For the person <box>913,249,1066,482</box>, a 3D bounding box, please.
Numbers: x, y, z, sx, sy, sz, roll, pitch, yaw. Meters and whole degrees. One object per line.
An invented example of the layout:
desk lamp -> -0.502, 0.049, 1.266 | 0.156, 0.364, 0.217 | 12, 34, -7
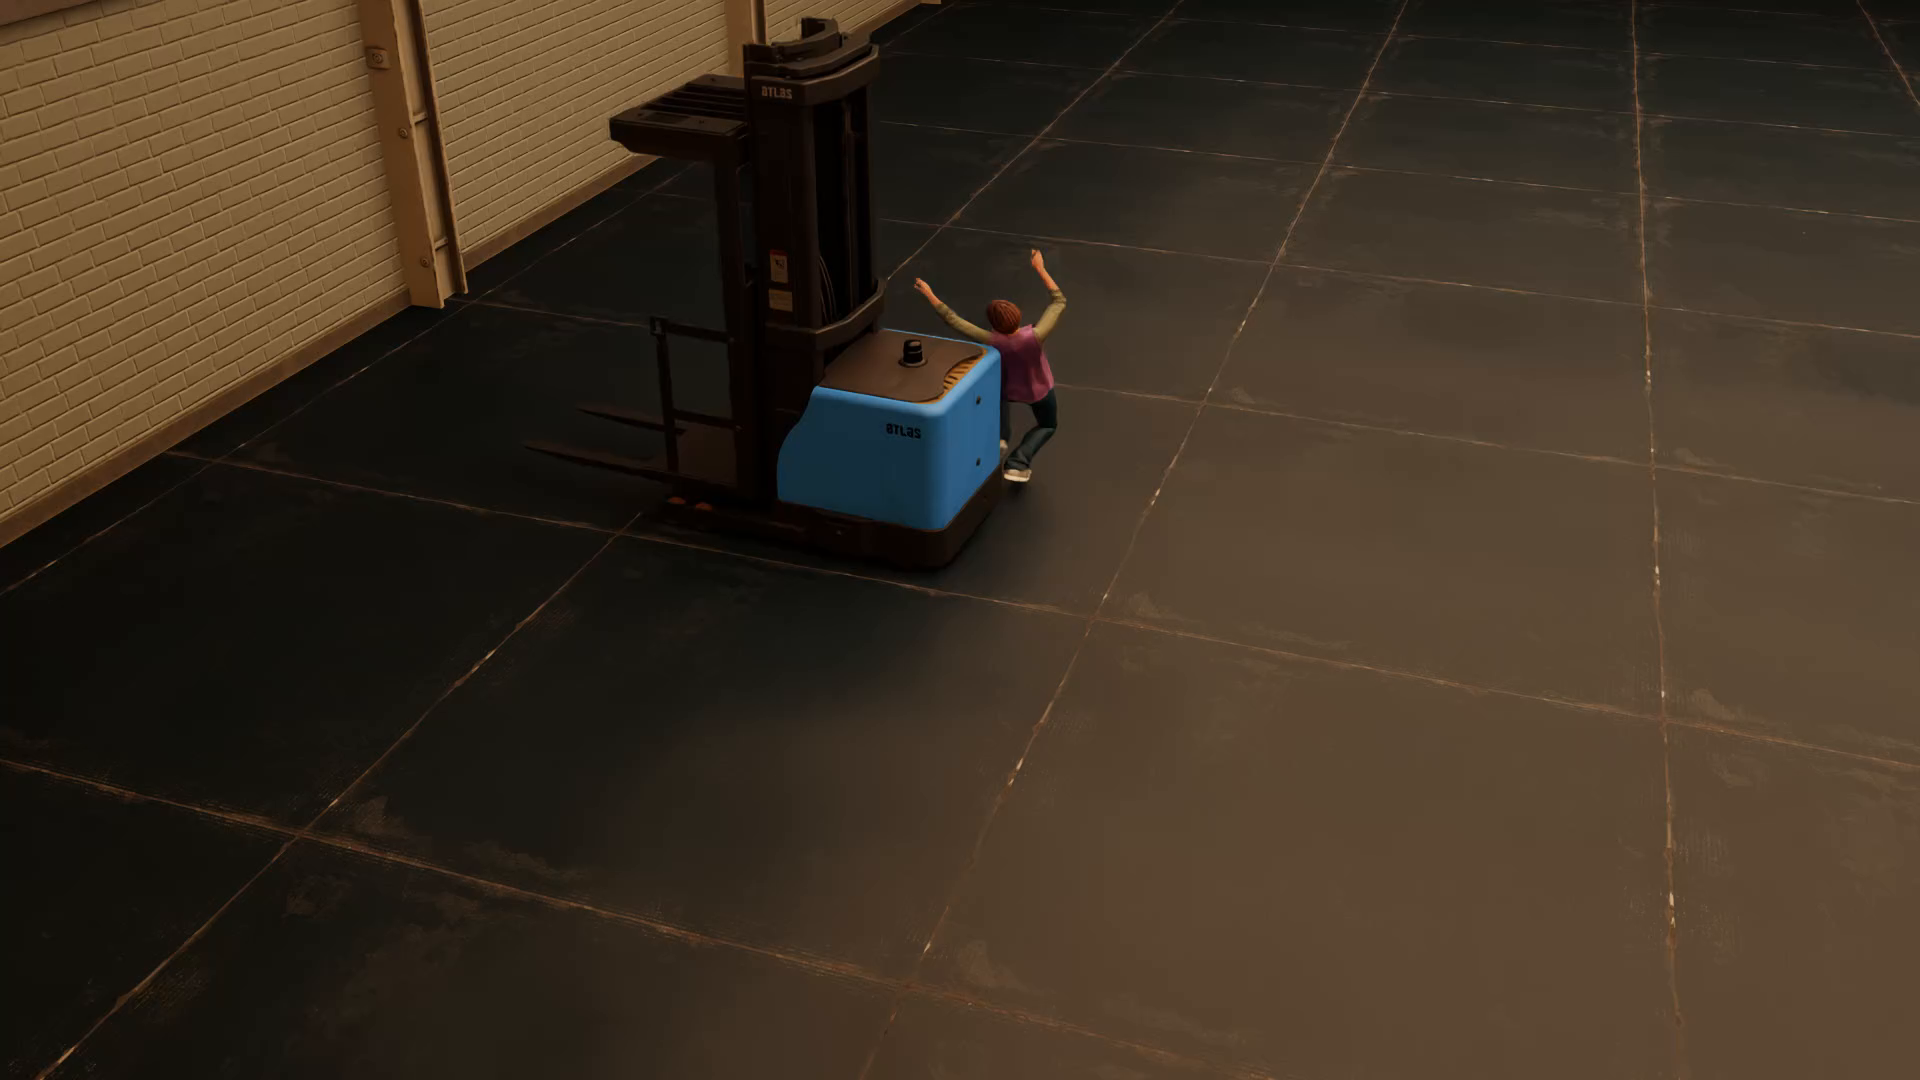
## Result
person -> 0.198, -1.102, 10.523 | 0.933, 1.500, 0.727 | 9, 31, 15

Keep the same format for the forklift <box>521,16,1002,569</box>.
forklift -> -1.307, -1.563, 9.877 | 3.031, 2.935, 1.130 | 12, 32, 19
